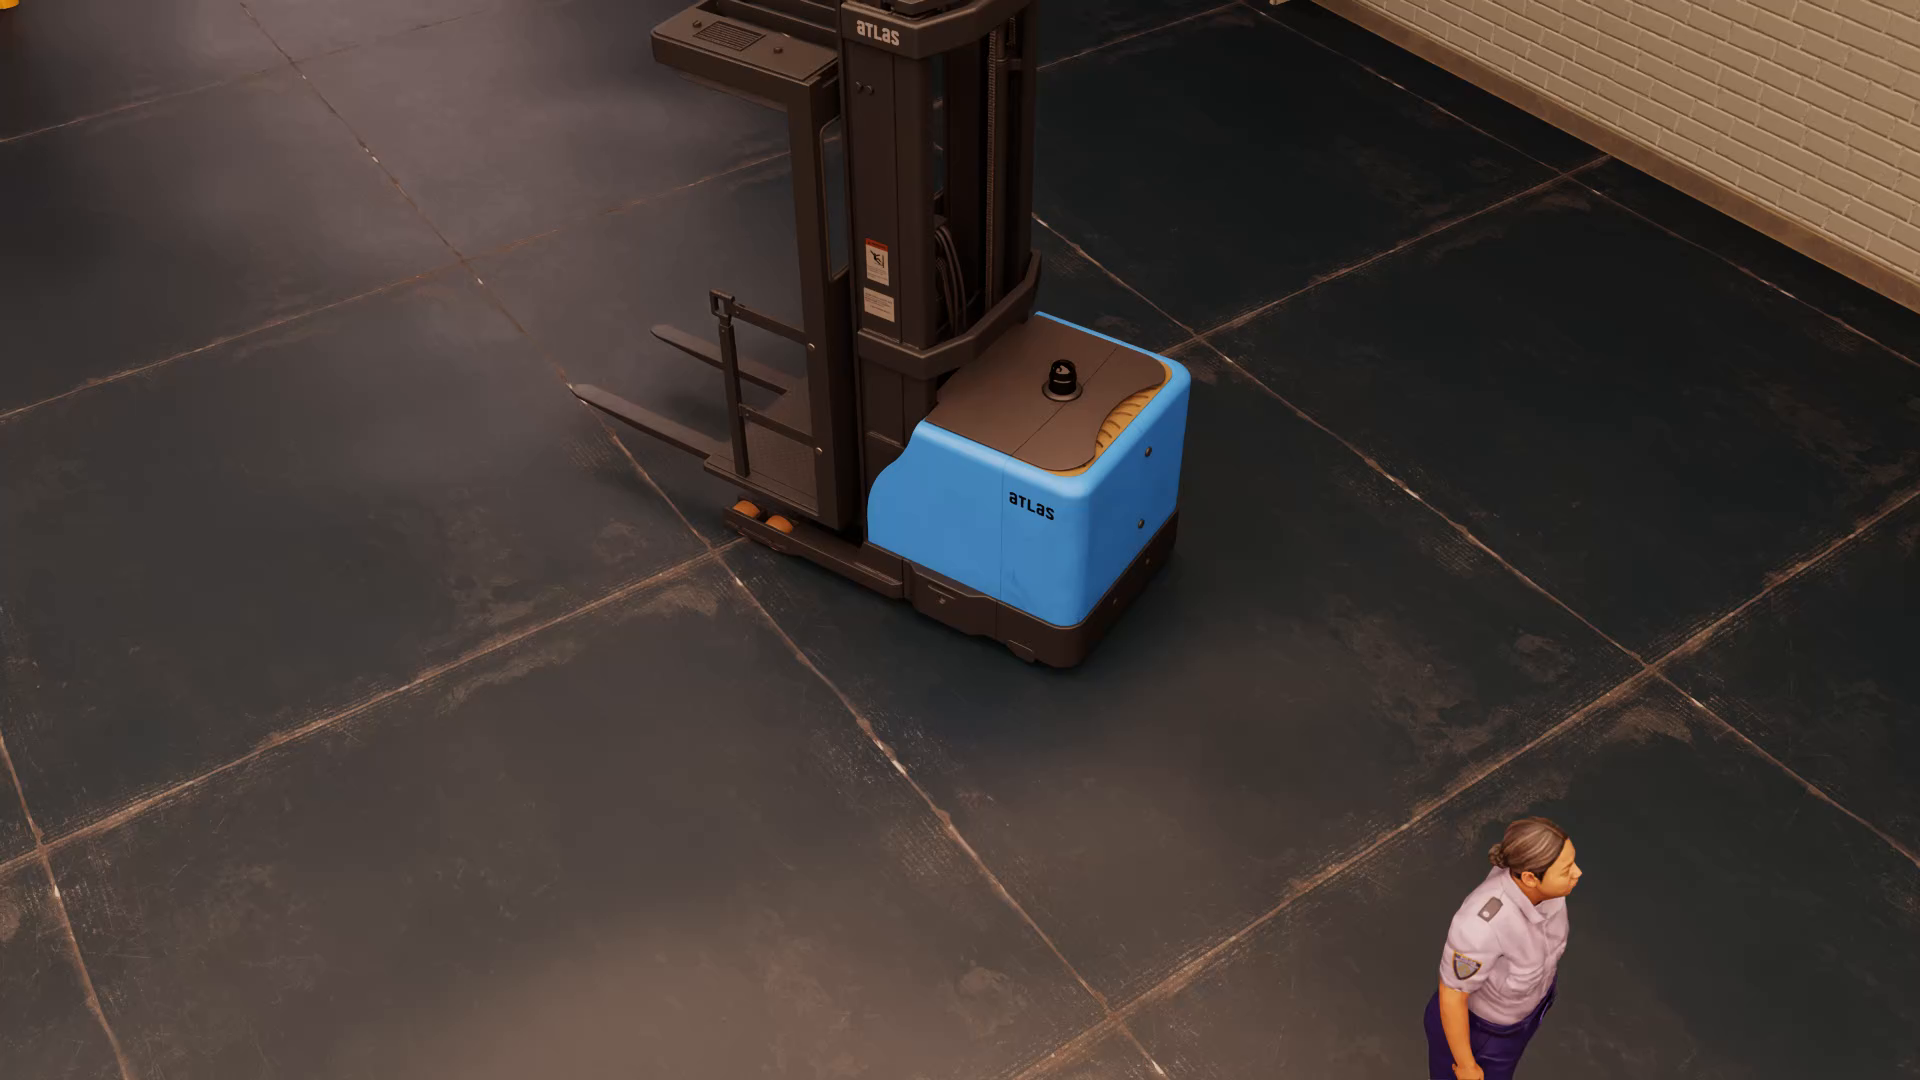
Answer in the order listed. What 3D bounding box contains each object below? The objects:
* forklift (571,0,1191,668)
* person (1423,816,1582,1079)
[{"bbox_3d":[-0.511,-1.302,7.129,3.031,2.935,1.130,24,48,24],"label":"forklift"},{"bbox_3d":[1.680,1.487,5.039,0.502,1.651,0.598,30,50,28],"label":"person"}]
